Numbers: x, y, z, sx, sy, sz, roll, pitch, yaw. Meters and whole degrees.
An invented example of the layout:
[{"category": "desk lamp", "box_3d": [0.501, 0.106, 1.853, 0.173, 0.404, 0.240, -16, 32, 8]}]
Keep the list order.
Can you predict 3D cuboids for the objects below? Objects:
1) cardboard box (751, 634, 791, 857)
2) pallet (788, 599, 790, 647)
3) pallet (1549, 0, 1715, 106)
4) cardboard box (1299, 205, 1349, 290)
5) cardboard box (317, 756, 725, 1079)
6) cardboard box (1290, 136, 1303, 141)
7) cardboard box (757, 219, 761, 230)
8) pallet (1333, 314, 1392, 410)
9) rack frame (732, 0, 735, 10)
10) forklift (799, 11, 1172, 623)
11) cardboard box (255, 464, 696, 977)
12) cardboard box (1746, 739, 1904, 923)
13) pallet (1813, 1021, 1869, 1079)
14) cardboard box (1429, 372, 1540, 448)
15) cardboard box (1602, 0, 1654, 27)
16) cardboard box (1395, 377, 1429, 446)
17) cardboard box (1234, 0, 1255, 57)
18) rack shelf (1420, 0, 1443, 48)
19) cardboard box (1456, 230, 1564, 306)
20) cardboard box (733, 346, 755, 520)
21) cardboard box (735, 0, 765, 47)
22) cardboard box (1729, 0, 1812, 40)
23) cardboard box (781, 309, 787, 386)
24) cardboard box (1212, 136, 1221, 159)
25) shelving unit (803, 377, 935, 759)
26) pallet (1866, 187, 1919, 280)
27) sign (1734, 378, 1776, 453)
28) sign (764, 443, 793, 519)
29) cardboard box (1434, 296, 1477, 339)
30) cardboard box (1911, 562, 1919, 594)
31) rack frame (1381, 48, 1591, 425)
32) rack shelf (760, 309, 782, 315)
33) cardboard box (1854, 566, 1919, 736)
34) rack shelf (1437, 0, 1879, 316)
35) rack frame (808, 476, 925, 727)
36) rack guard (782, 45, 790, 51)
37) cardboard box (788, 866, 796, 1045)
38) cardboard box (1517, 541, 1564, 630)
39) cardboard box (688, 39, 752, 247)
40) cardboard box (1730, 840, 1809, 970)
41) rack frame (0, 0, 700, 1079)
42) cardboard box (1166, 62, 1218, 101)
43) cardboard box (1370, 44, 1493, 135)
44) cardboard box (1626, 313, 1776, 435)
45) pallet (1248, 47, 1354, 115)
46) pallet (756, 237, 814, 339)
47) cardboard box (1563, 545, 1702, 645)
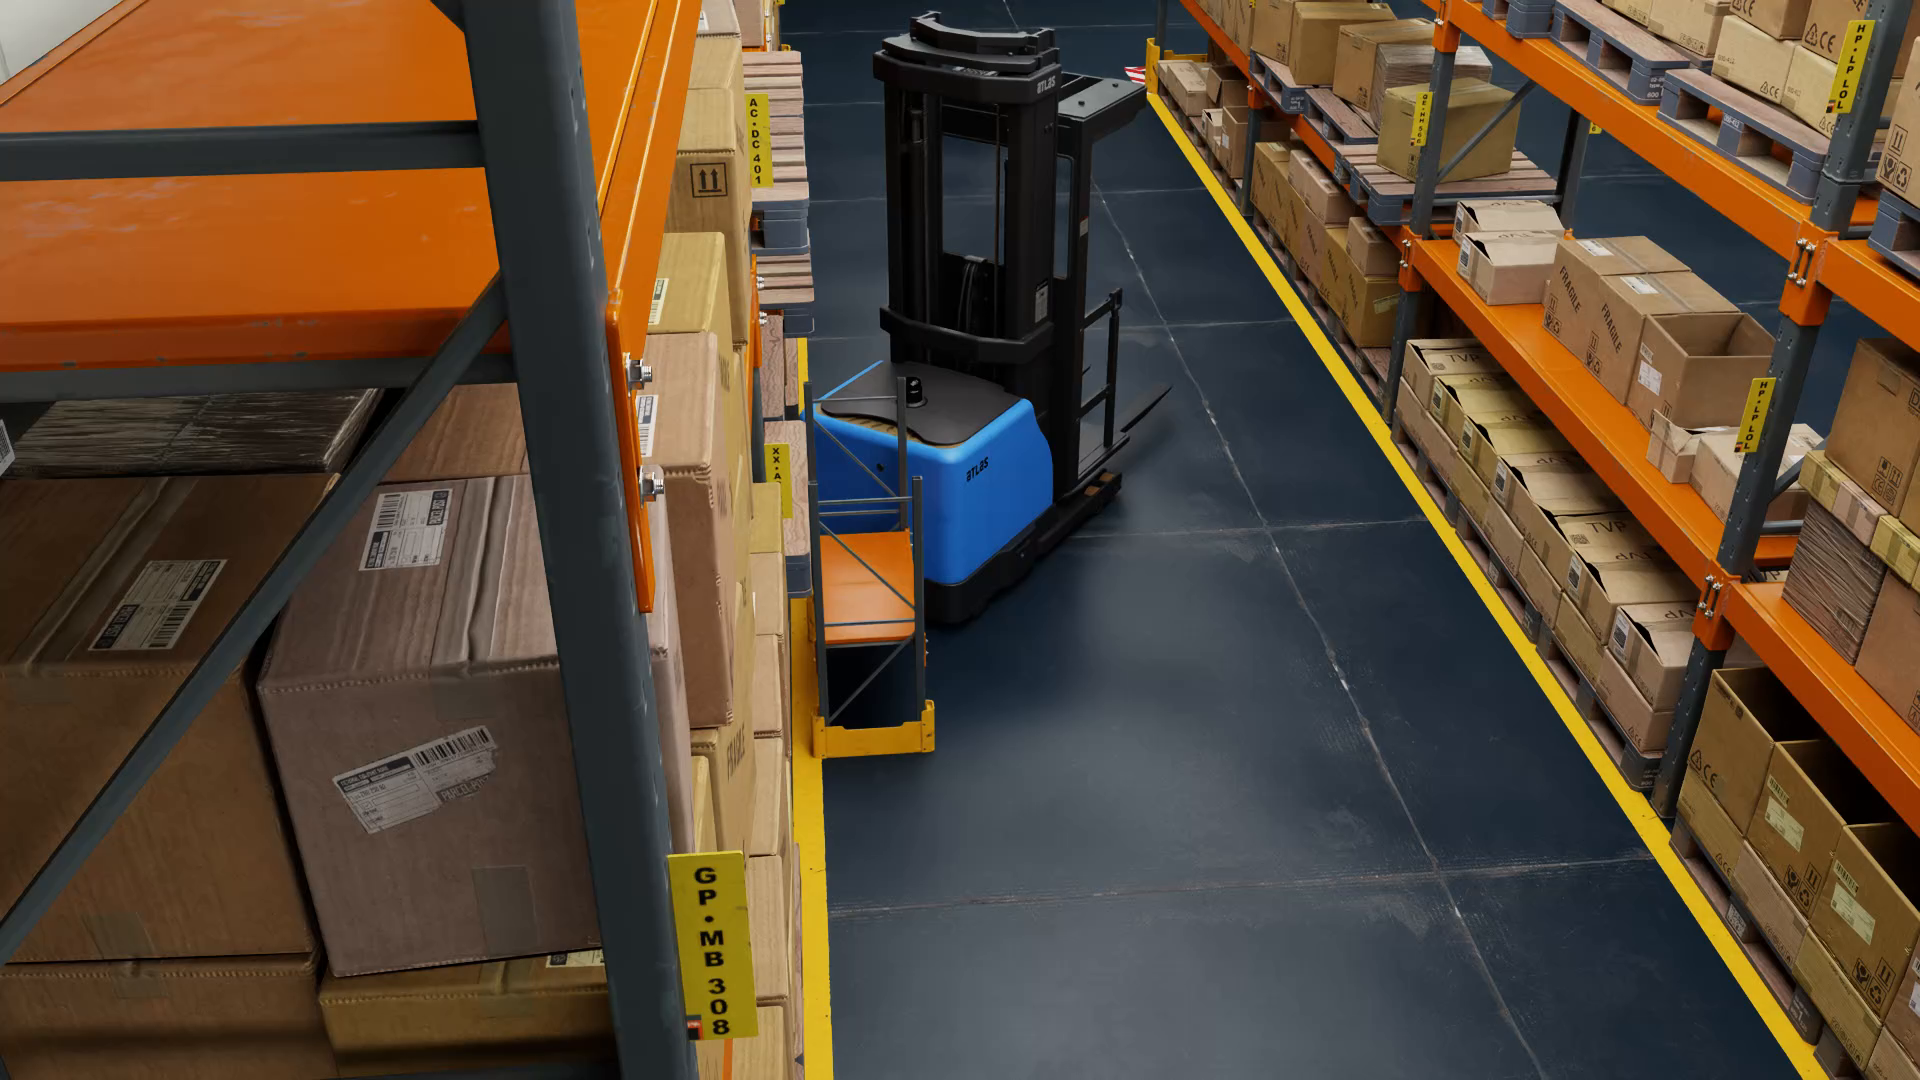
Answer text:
[{"category": "cardboard box", "box_3d": [-0.795, 0.651, 5.131, 0.500, 0.500, 0.500, -4, 31, -6]}, {"category": "pallet", "box_3d": [-1.427, 0.354, 8.953, 1.003, 0.211, 1.213, -3, 31, -5]}, {"category": "pallet", "box_3d": [3.582, -2.397, 8.097, 1.003, 0.211, 1.213, -1, 31, -2]}, {"category": "cardboard box", "box_3d": [2.898, -2.217, 12.546, 0.500, 0.500, 0.500, -4, 31, -6]}, {"category": "cardboard box", "box_3d": [-0.644, 0.698, 2.614, 0.500, 0.500, 0.500, -2, 31, -3]}, {"category": "cardboard box", "box_3d": [3.125, -3.405, 14.718, 0.500, 0.311, 0.500, -3, 31, -5]}, {"category": "cardboard box", "box_3d": [-1.409, -1.944, 10.305, 0.380, 0.149, 0.250, -3, 31, -5]}, {"category": "pallet", "box_3d": [3.290, -1.289, 11.703, 1.003, 0.211, 1.213, -3, 31, -5]}, {"category": "rack frame", "box_3d": [-1.235, -2.397, 4.989, 1.000, 3.000, 0.127, -3, 31, -5]}, {"category": "forklift", "box_3d": [0.330, -1.533, 9.458, 1.130, 2.935, 3.031, 18, 35, 27]}, {"category": "cardboard box", "box_3d": [-0.656, 0.244, 2.400, 0.500, 0.500, 0.500, -5, 31, -8]}, {"category": "cardboard box", "box_3d": [3.482, 1.124, 6.484, 0.500, 0.500, 0.500, -3, 31, -5]}, {"category": "pallet", "box_3d": [3.846, 2.168, 5.914, 1.003, 0.211, 1.213, -3, 31, -5]}, {"category": "cardboard box", "box_3d": [3.137, -0.795, 9.881, 0.500, 0.311, 0.500, -3, 31, -6]}, {"category": "cardboard box", "box_3d": [3.530, -2.719, 8.188, 0.500, 0.250, 0.500, -3, 31, -6]}, {"category": "cardboard box", "box_3d": [3.079, -0.822, 10.473, 0.500, 0.250, 0.500, -3, 31, -5]}, {"category": "cardboard box", "box_3d": [2.647, -4.431, 14.147, 0.500, 0.500, 0.500, -2, 31, -4]}, {"category": "rack shelf", "box_3d": [3.136, -4.103, 11.471, 1.077, 0.370, 4.000, -3, 31, -5]}, {"category": "cardboard box", "box_3d": [3.213, -1.599, 9.589, 0.500, 0.311, 0.500, -3, 31, -5]}, {"category": "cardboard box", "box_3d": [-0.818, -0.375, 4.411, 0.500, 0.500, 0.500, -4, 31, -7]}, {"category": "cardboard box", "box_3d": [-1.273, -2.767, 8.601, 0.500, 0.311, 0.500, -3, 31, -5]}, {"category": "cardboard box", "box_3d": [3.602, -2.393, 6.912, 0.500, 0.500, 0.500, 0, 31, 0]}, {"category": "cardboard box", "box_3d": [-1.547, -1.503, 11.029, 0.750, 0.750, 0.750, -3, 31, -5]}, {"category": "cardboard box", "box_3d": [2.518, -3.576, 15.164, 0.380, 0.149, 0.250, -3, 31, -5]}, {"category": "shelving unit", "box_3d": [-0.466, 0.119, 8.089, 0.587, 1.500, 1.083, -3, 31, -5]}, {"category": "pallet", "box_3d": [3.802, -0.876, 5.454, 1.003, 0.211, 1.213, -3, 31, -5]}, {"category": "sign", "box_3d": [3.157, -0.493, 6.599, 0.100, 0.325, 0.005, -3, 31, -5]}, {"category": "sign", "box_3d": [-0.696, -0.223, 6.355, 0.100, 0.325, 0.005, -3, 31, -5]}, {"category": "cardboard box", "box_3d": [3.565, -1.465, 11.287, 0.500, 0.500, 0.500, -1, 31, -2]}, {"category": "cardboard box", "box_3d": [3.604, 0.158, 5.831, 0.380, 0.149, 0.250, -3, 31, -5]}, {"category": "rack frame", "box_3d": [3.323, -2.103, 10.346, 1.000, 3.000, 0.127, -3, 31, -5]}, {"category": "rack shelf", "box_3d": [-1.422, -0.534, 8.421, 1.077, 0.370, 4.000, -3, 31, -5]}, {"category": "cardboard box", "box_3d": [3.800, 0.391, 6.073, 0.700, 0.500, 0.500, -3, 31, -5]}, {"category": "rack shelf", "box_3d": [3.509, -2.061, 8.052, 1.077, 0.370, 4.000, -3, 31, -5]}, {"category": "rack frame", "box_3d": [-0.415, 0.383, 7.647, 0.500, 1.500, 0.032, -3, 31, -5]}, {"category": "rack guard", "box_3d": [-2.359, -4.887, 17.445, 1.175, 0.500, 0.348, -3, 31, -5]}, {"category": "cardboard box", "box_3d": [-0.741, 1.229, 4.895, 0.500, 0.250, 0.500, -2, 31, -4]}, {"category": "cardboard box", "box_3d": [3.275, 0.222, 8.726, 0.500, 0.250, 0.500, -2, 31, -3]}, {"category": "cardboard box", "box_3d": [-0.857, -1.067, 4.594, 0.500, 0.500, 0.500, -1, 31, -2]}, {"category": "cardboard box", "box_3d": [3.479, 1.446, 6.676, 0.500, 0.250, 0.500, -3, 31, -5]}, {"category": "rack frame", "box_3d": [-0.858, -0.355, 1.570, 0.949, 2.616, 0.053, -3, 31, -5]}, {"category": "cardboard box", "box_3d": [2.390, -4.650, 16.862, 0.500, 0.250, 0.500, -3, 31, -5]}, {"category": "cardboard box", "box_3d": [3.256, -3.119, 11.539, 0.700, 0.500, 0.500, 3, 31, 5]}, {"category": "cardboard box", "box_3d": [3.592, -0.766, 8.010, 0.500, 0.500, 0.500, -1, 31, -1]}, {"category": "pallet", "box_3d": [2.915, -3.650, 13.123, 1.003, 0.211, 1.213, -3, 31, -5]}, {"category": "pallet", "box_3d": [-1.436, -1.423, 9.395, 1.213, 0.211, 1.003, -3, 31, -5]}, {"category": "cardboard box", "box_3d": [3.318, 0.240, 8.148, 0.500, 0.311, 0.500, -2, 31, -3]}]
